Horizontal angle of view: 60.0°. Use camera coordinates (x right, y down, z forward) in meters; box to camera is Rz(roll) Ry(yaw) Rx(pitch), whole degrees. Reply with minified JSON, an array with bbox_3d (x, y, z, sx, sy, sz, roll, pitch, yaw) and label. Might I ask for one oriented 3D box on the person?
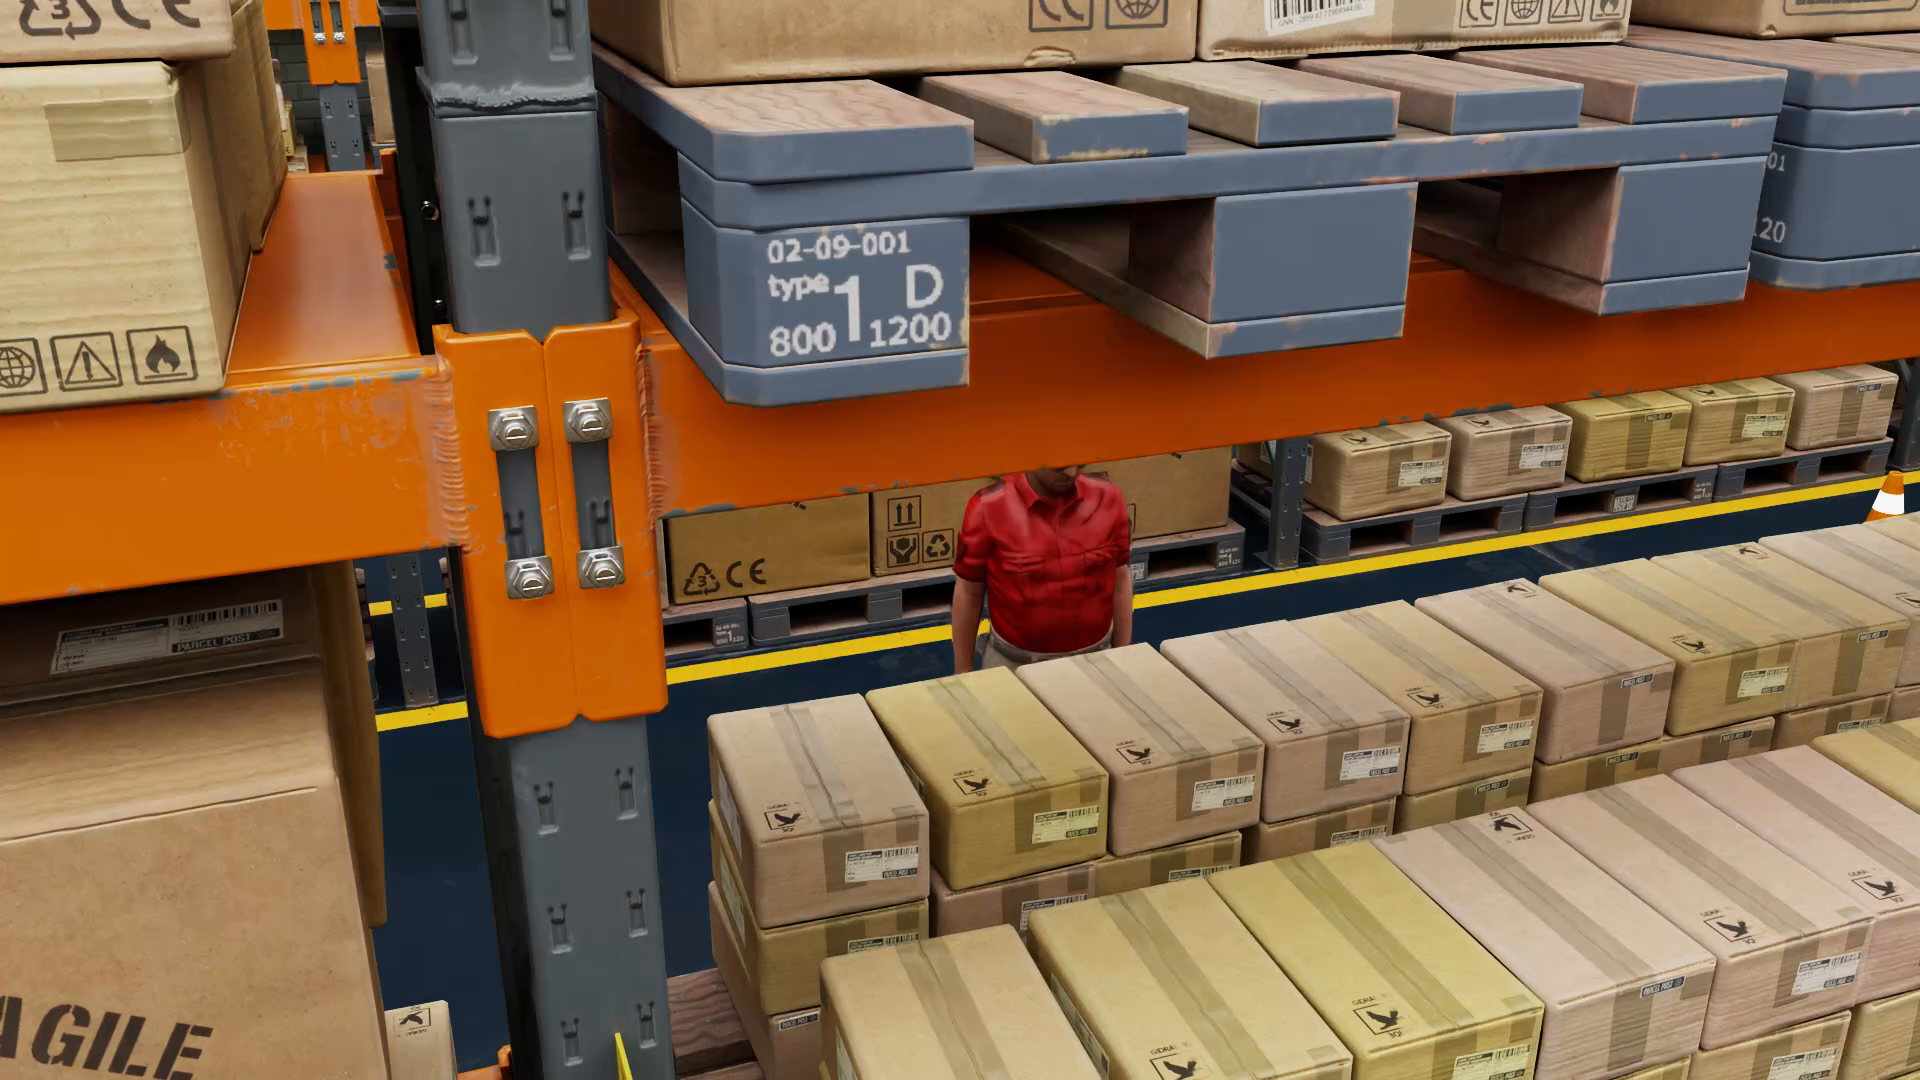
[{"bbox_3d":[0.288,0.439,5.006,0.559,1.716,0.675,-6,23,-15],"label":"person"}]
